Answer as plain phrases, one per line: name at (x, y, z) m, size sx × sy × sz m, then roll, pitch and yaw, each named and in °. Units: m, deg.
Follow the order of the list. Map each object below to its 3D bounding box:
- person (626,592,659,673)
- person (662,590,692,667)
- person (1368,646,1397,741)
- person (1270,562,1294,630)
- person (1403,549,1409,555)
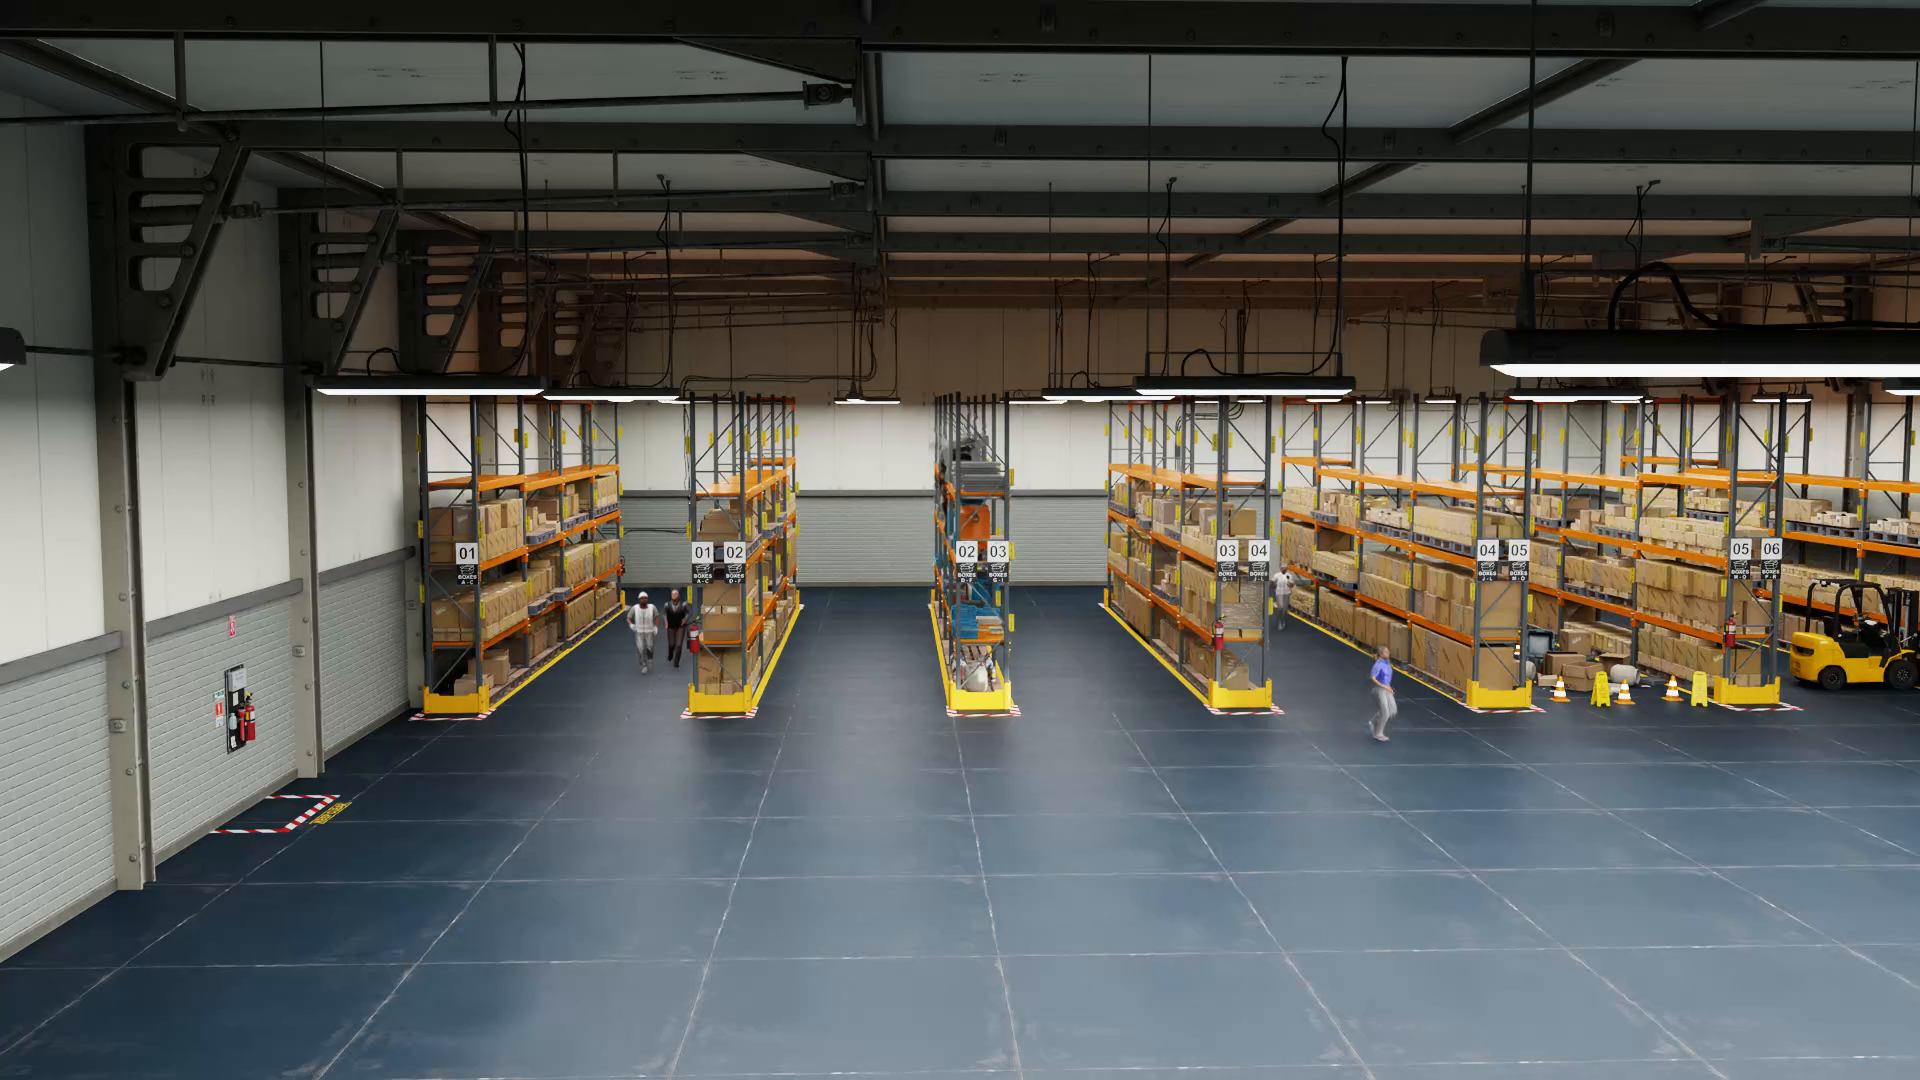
person at (-6.818, 1.989, 35.773) m, size 0.700 × 1.739 × 0.569 m, roll -1°, pitch 5°, yaw -11°
person at (-6.251, 1.950, 36.704) m, size 0.656 × 1.696 × 0.627 m, roll 0°, pitch 5°, yaw -4°
person at (7.254, 2.629, 28.586) m, size 0.533 × 1.624 × 0.595 m, roll 4°, pitch 6°, yaw 40°
person at (8.331, 1.447, 42.903) m, size 0.549 × 1.758 × 0.761 m, roll 0°, pitch 5°, yaw -5°
person at (13.259, 0.968, 49.242) m, size 0.693 × 1.674 × 0.619 m, roll -1°, pitch 5°, yaw -7°
